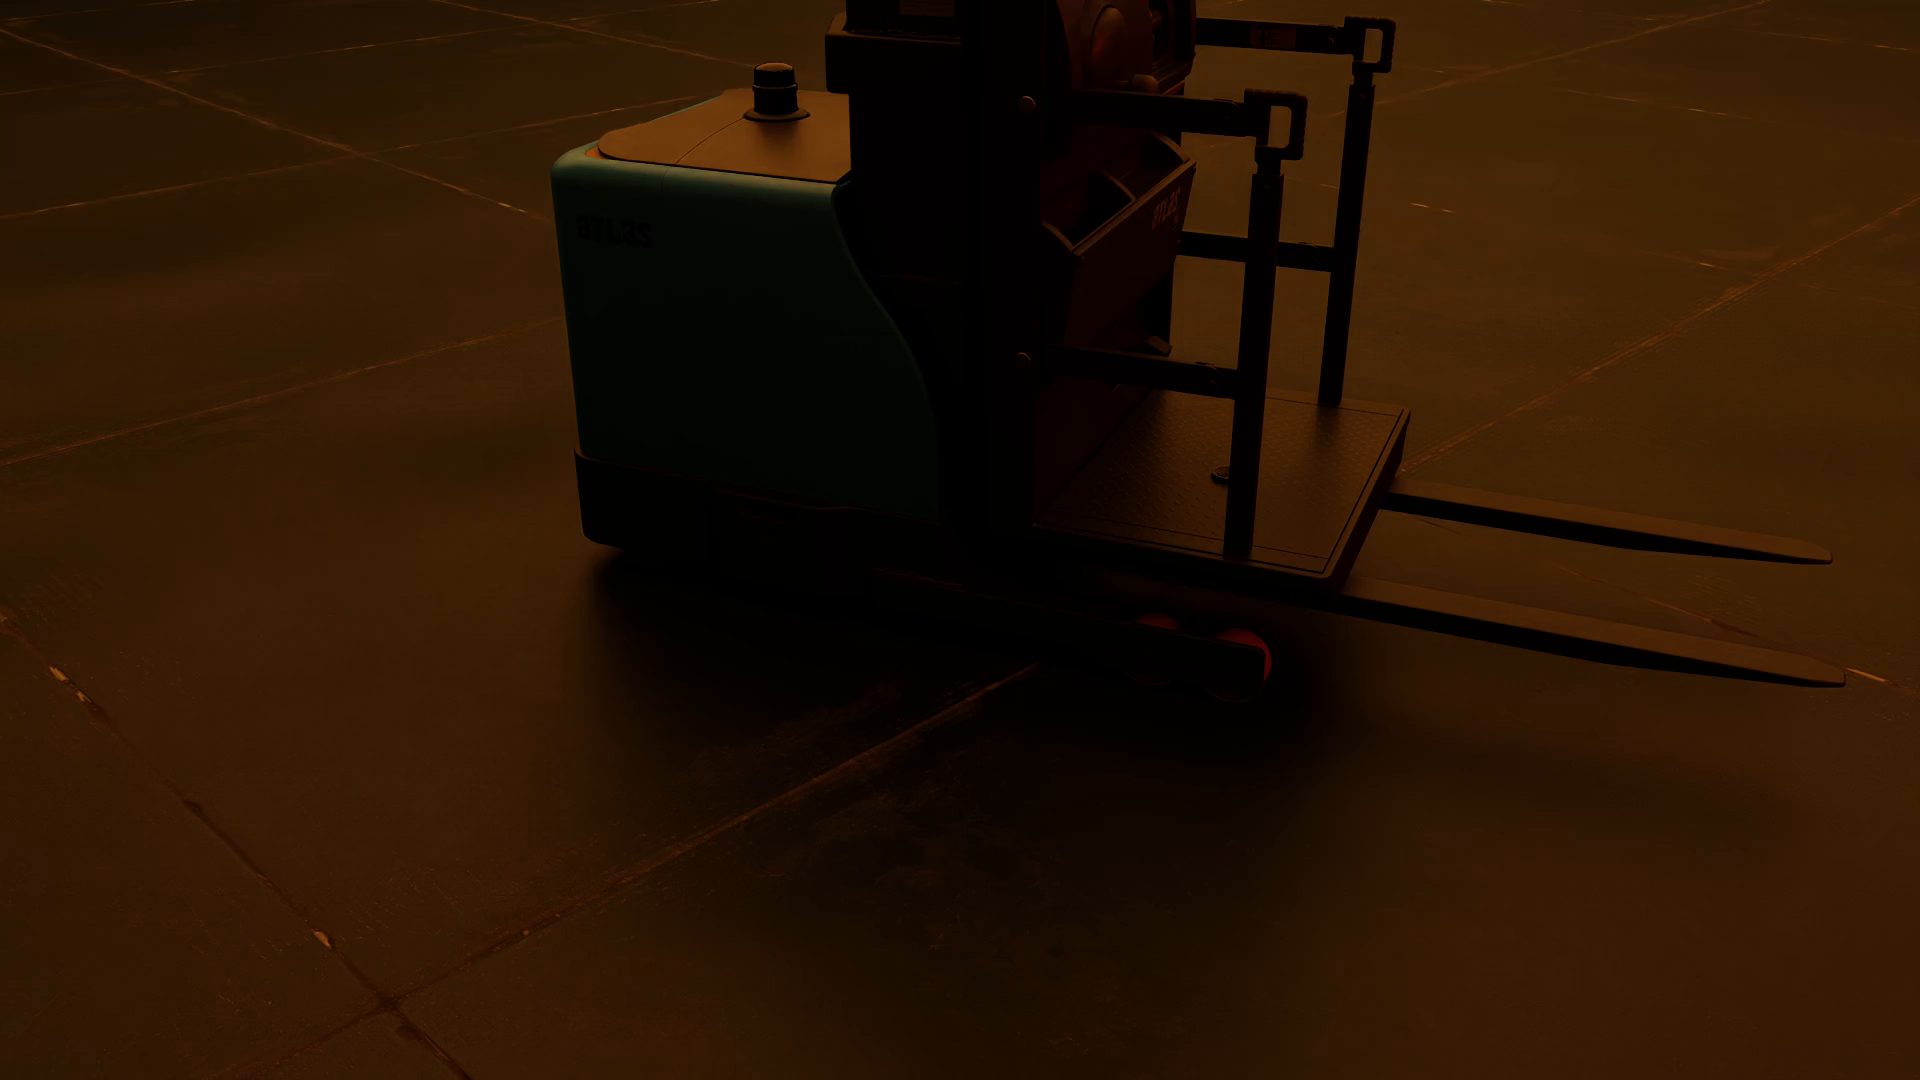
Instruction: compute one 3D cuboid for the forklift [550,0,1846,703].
[{"bbox_3d":[0.560,-1.212,3.684,3.031,2.935,1.130,11,28,20],"label":"forklift"}]
